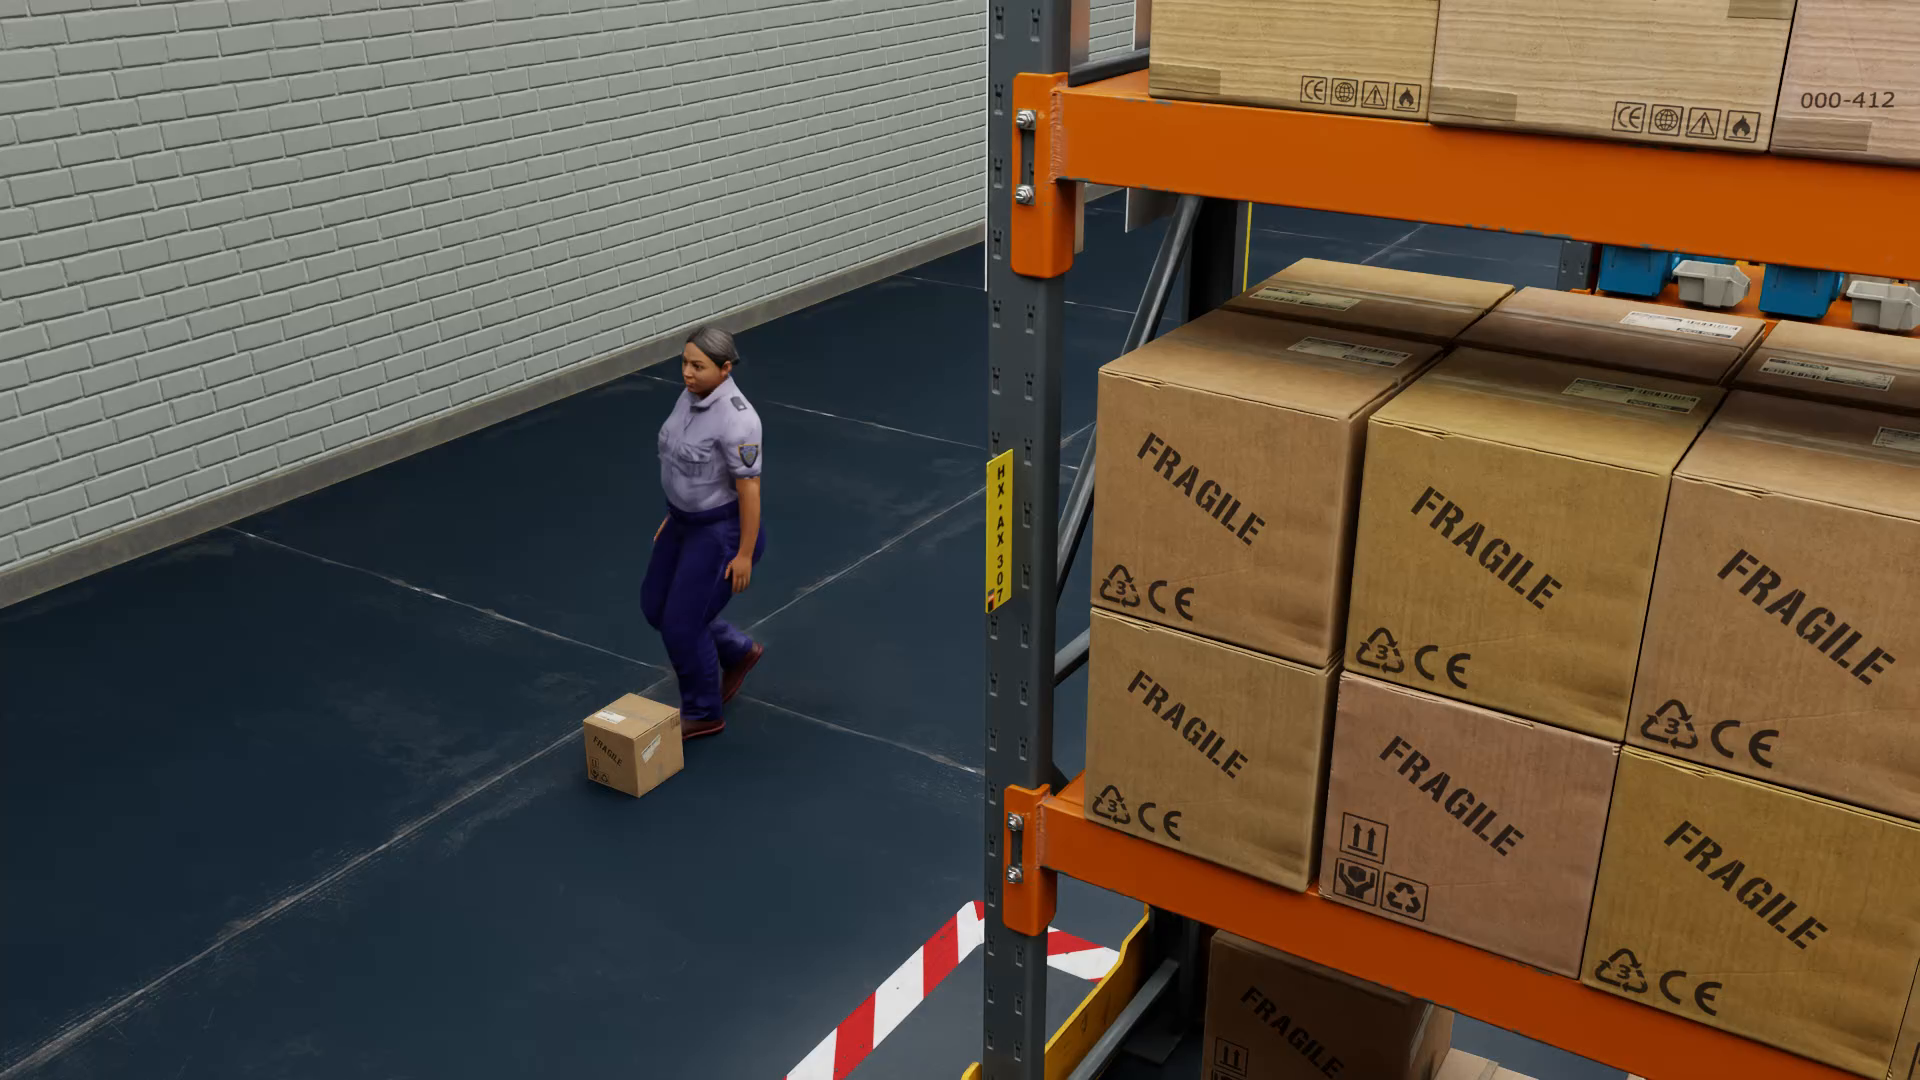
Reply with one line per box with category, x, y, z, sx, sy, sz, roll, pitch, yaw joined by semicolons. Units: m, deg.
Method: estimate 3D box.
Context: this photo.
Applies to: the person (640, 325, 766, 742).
person;-0.956;-0.014;6.206;0.550;1.622;0.487;-14;27;-30
